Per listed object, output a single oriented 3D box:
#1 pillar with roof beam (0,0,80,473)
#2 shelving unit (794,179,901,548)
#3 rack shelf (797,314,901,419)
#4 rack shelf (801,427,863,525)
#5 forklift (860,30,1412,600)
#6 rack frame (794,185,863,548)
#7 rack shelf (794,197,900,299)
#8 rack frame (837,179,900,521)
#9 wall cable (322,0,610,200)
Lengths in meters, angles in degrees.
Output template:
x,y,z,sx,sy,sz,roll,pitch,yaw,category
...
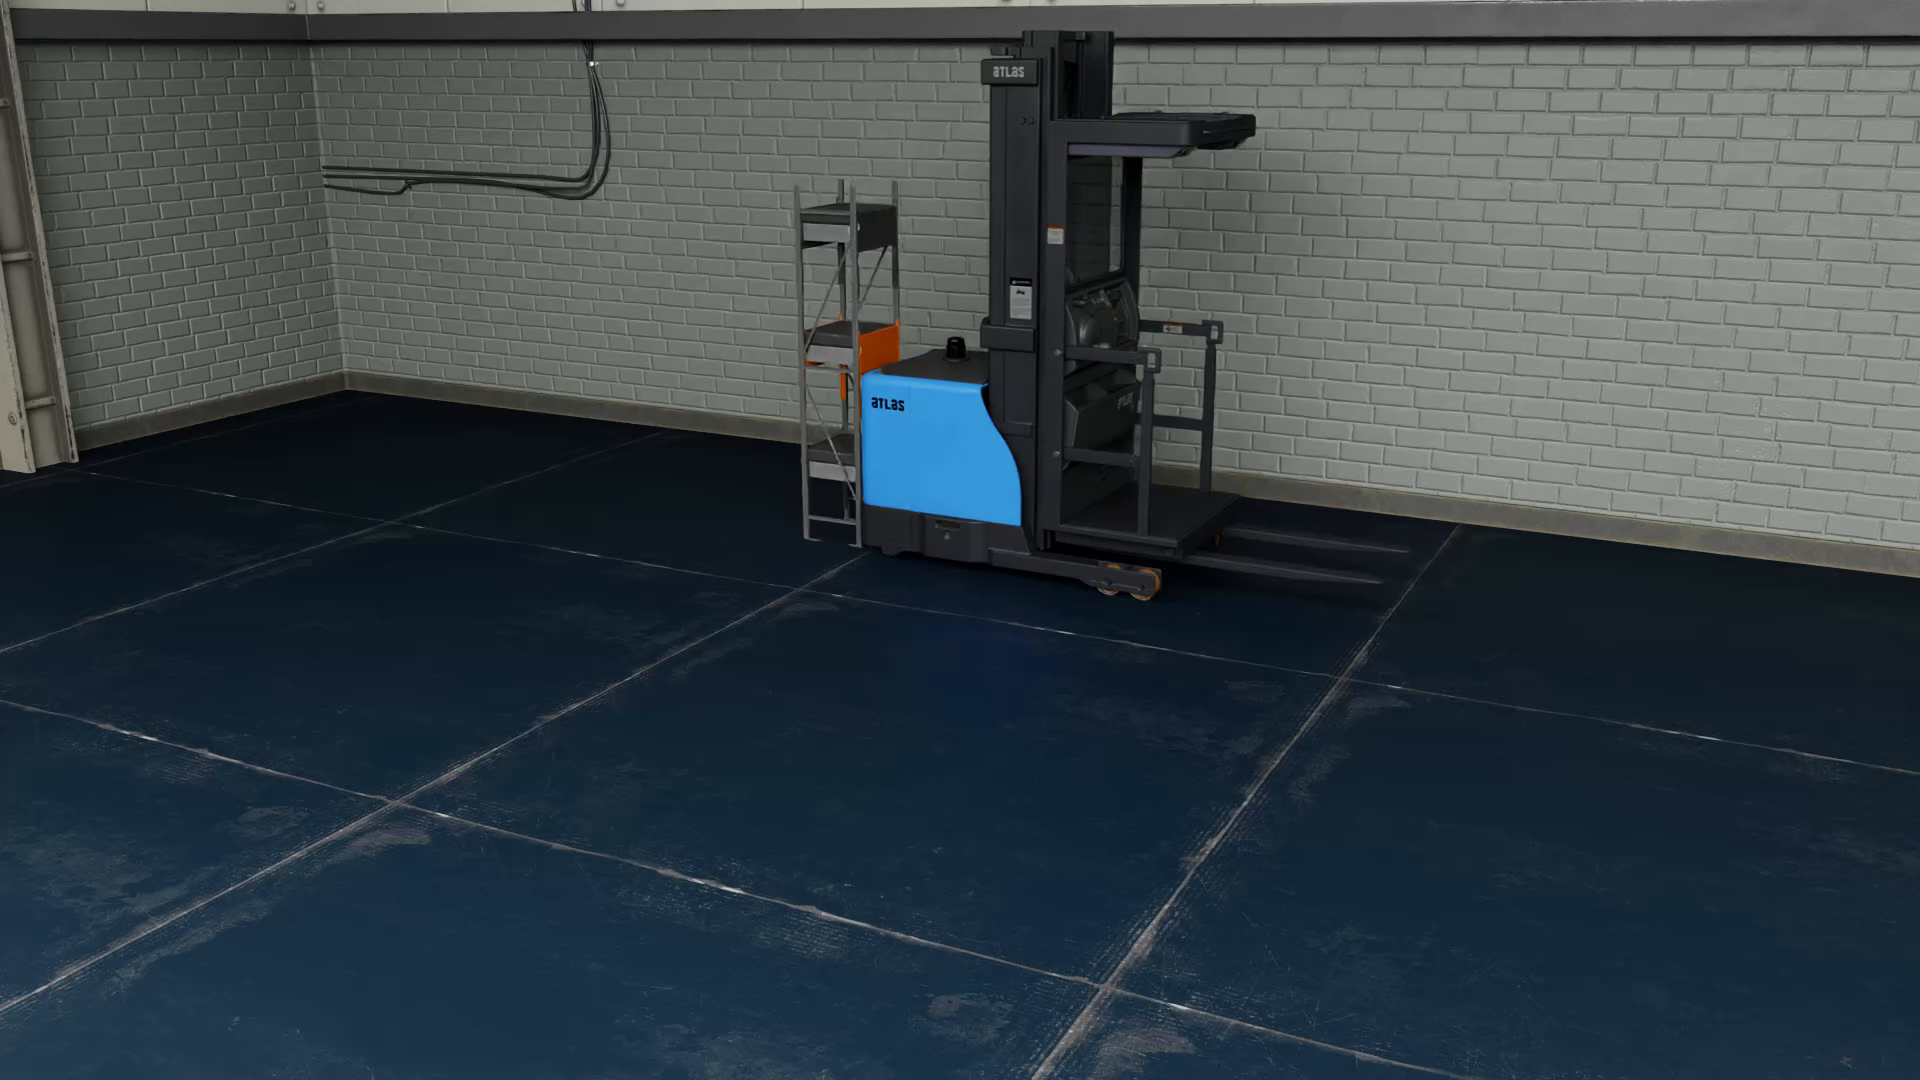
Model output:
x,y,z,sx,sy,sz,roll,pitch,yaw,category
-2.686,-4.300,8.698,9.100,9.000,0.400,8,18,25,pillar with roof beam
-0.653,-1.049,9.868,0.431,2.100,0.503,8,18,25,shelving unit
-0.653,-1.036,9.872,0.431,0.518,0.480,8,18,25,rack shelf
-0.653,-0.365,10.072,0.431,0.518,0.480,8,18,25,rack shelf
0.969,-1.253,9.096,3.031,2.935,1.130,8,18,26,forklift
-0.761,-0.987,9.659,0.400,2.100,0.015,8,18,25,rack frame
-0.653,-1.707,9.673,0.431,0.518,0.480,8,18,25,rack shelf
-0.544,-1.111,10.078,0.400,2.100,0.015,8,18,25,rack frame
-4.037,-3.942,12.944,3.097,2.526,0.112,8,18,25,wall cable
